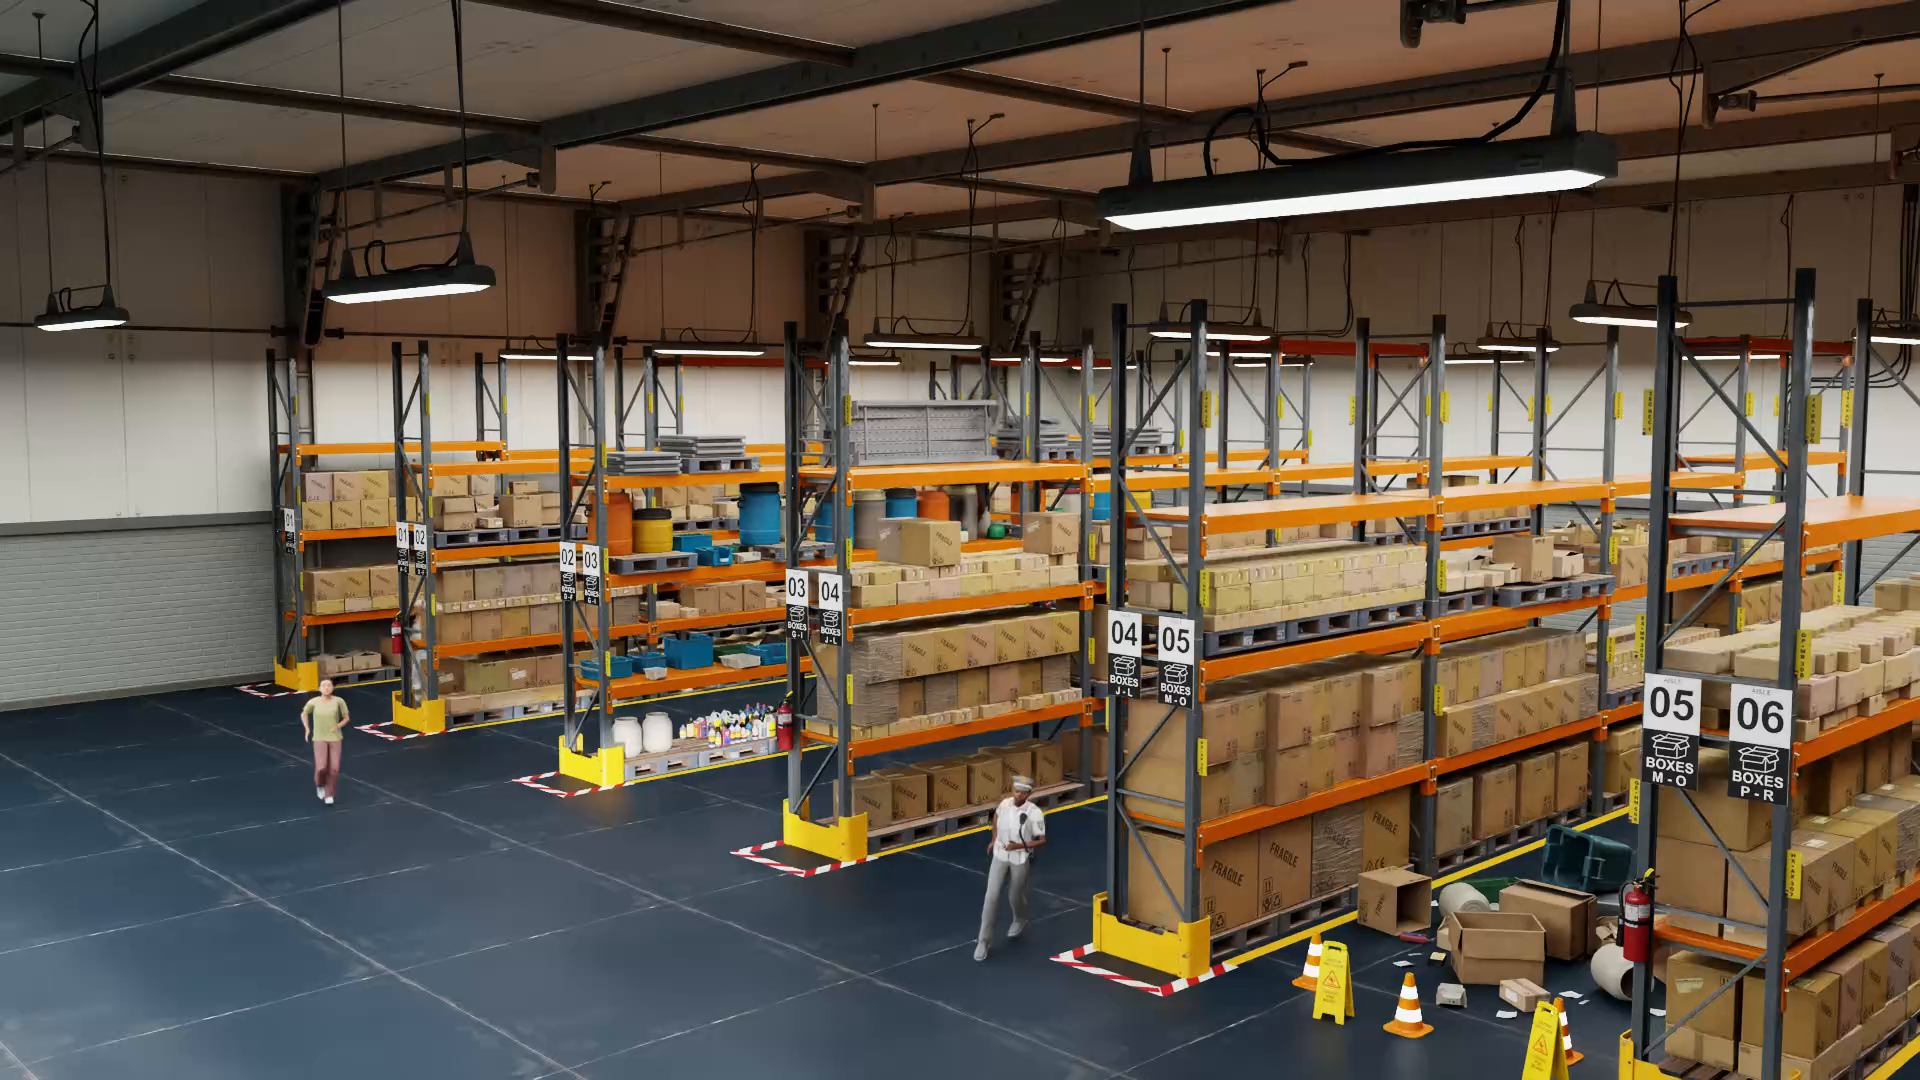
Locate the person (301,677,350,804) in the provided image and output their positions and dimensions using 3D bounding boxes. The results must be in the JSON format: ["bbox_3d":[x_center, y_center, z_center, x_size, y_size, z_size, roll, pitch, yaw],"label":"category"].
[{"bbox_3d":[-7.971,2.534,20.941,0.565,1.626,0.545,-2,5,-24],"label":"person"}]

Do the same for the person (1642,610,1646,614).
[{"bbox_3d":[10.921,2.000,26.526,0.734,1.800,0.719,-4,6,-36],"label":"person"}]

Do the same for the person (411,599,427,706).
[{"bbox_3d":[-8.840,1.882,27.679,0.861,1.814,0.652,-4,7,-42],"label":"person"}]

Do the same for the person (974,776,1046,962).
[{"bbox_3d":[0.529,2.993,15.466,0.592,1.681,0.881,2,5,22],"label":"person"}]
